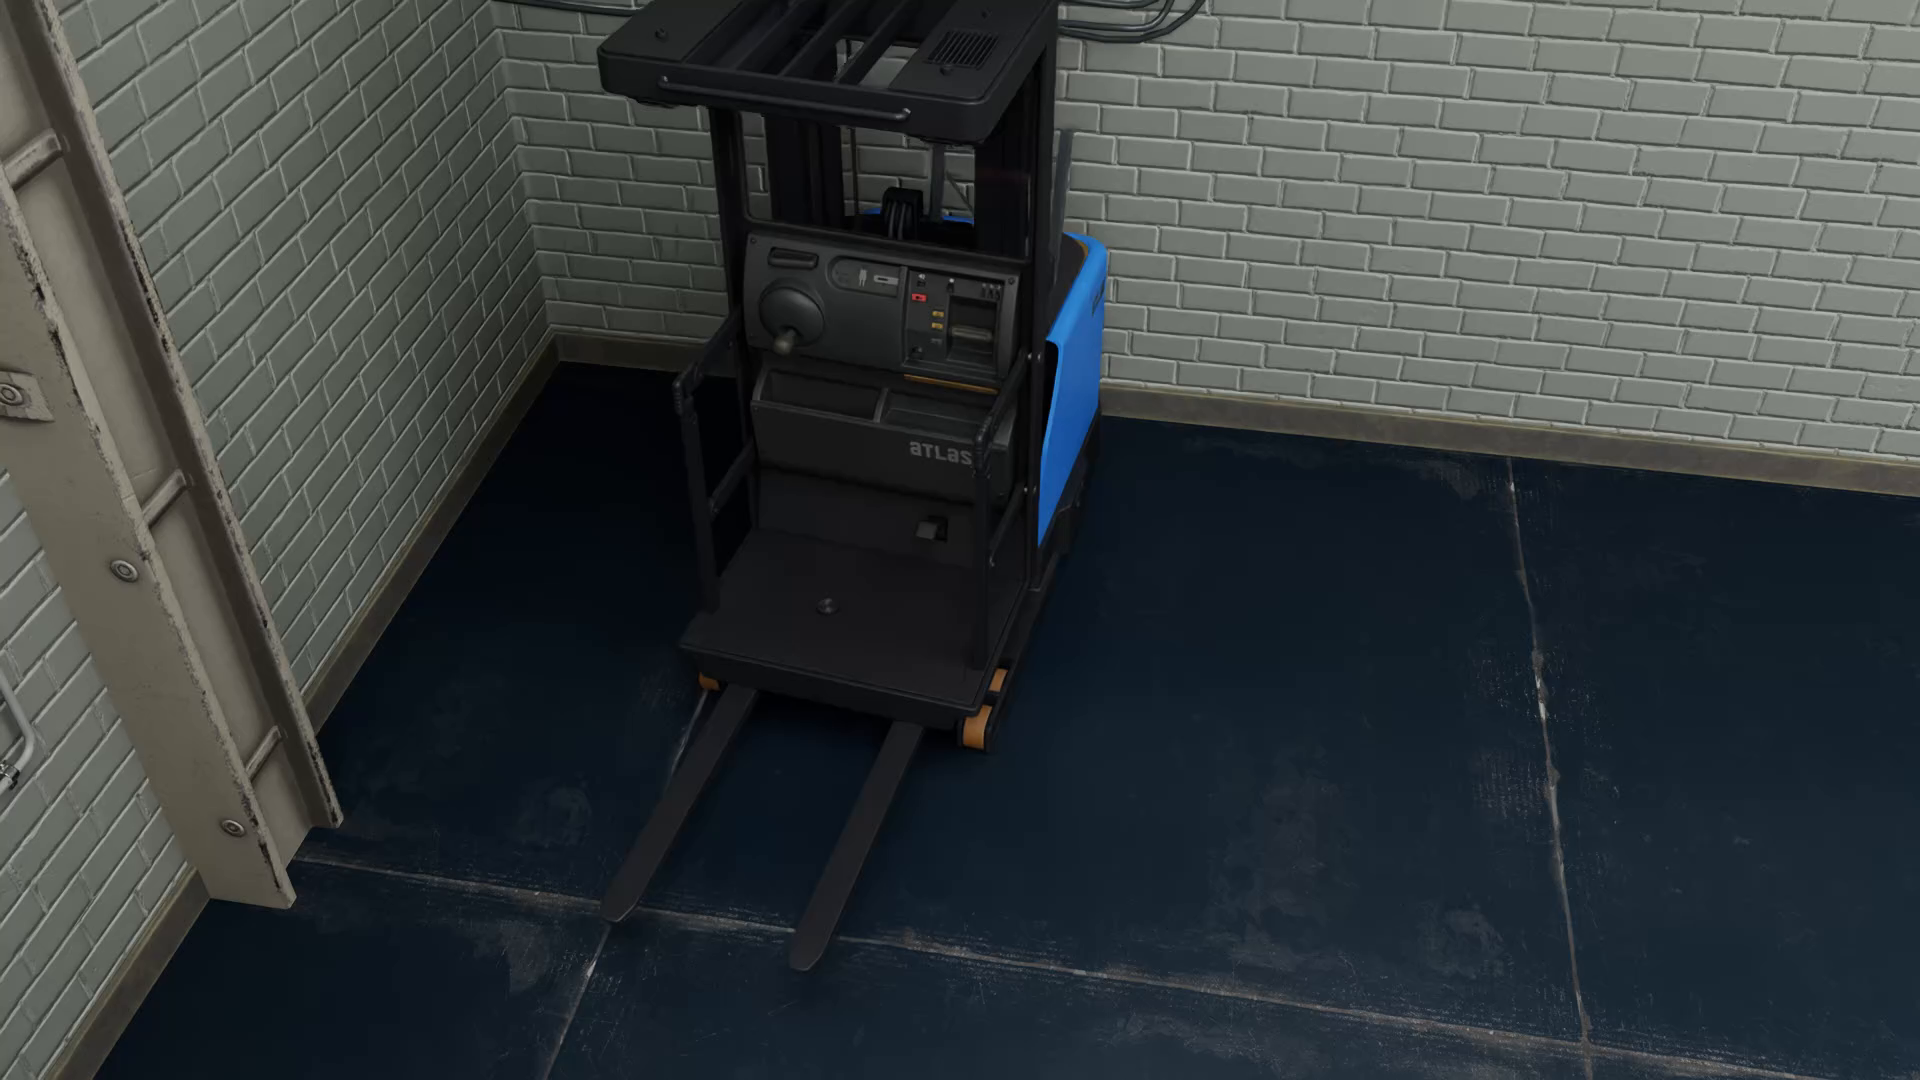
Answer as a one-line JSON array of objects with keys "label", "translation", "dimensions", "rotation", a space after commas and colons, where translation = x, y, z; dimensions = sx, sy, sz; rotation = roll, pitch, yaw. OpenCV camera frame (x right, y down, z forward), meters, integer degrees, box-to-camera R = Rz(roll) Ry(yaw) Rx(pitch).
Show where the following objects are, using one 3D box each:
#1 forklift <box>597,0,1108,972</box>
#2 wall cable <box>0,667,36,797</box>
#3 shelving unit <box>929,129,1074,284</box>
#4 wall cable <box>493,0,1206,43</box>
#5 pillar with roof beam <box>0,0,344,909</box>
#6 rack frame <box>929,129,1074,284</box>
[{"label": "forklift", "translation": [-0.326, -0.678, 5.270], "dimensions": [1.130, 2.935, 3.031], "rotation": [11, 41, 13]}, {"label": "wall cable", "translation": [-2.590, 0.375, 3.145], "dimensions": [0.084, 1.984, 1.851], "rotation": [6, 40, 8]}, {"label": "shelving unit", "translation": [0.229, -1.114, 6.779], "dimensions": [0.587, 1.500, 1.083], "rotation": [11, 32, 10]}, {"label": "wall cable", "translation": [-0.549, -2.951, 5.694], "dimensions": [3.097, 2.526, 0.112], "rotation": [6, 40, 8]}, {"label": "pillar with roof beam", "translation": [1.975, -1.953, 2.050], "dimensions": [9.100, 9.000, 0.400], "rotation": [6, 40, 8]}, {"label": "rack frame", "translation": [0.104, -0.860, 6.346], "dimensions": [0.500, 1.500, 0.032], "rotation": [11, 32, 10]}]
